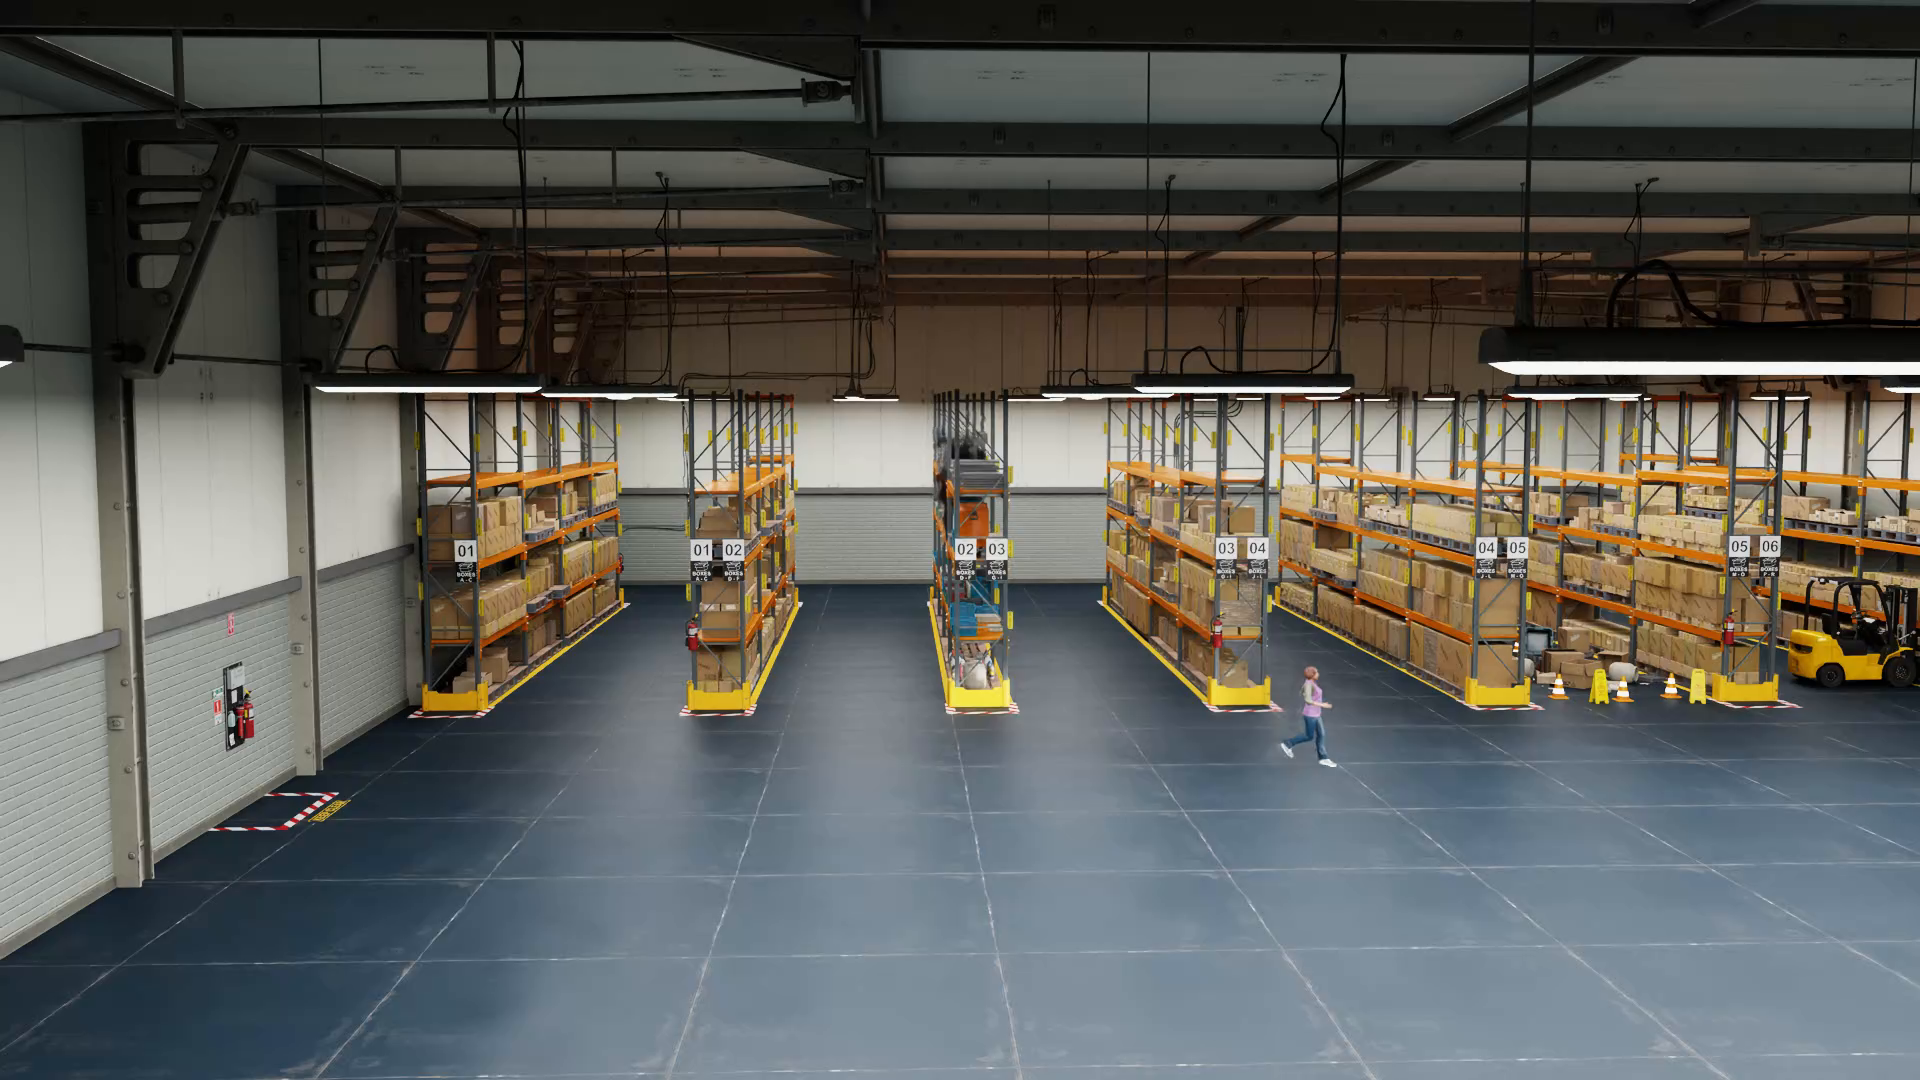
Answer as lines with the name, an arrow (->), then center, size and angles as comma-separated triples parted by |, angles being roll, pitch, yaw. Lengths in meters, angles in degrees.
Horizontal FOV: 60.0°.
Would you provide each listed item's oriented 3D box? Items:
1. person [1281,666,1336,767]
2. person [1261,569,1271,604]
person -> 5.530, 2.825, 26.312 | 0.869, 1.496, 0.545 | 2, 5, 21
person -> 7.990, 1.241, 44.490 | 0.645, 1.748, 0.913 | 1, 5, 7
